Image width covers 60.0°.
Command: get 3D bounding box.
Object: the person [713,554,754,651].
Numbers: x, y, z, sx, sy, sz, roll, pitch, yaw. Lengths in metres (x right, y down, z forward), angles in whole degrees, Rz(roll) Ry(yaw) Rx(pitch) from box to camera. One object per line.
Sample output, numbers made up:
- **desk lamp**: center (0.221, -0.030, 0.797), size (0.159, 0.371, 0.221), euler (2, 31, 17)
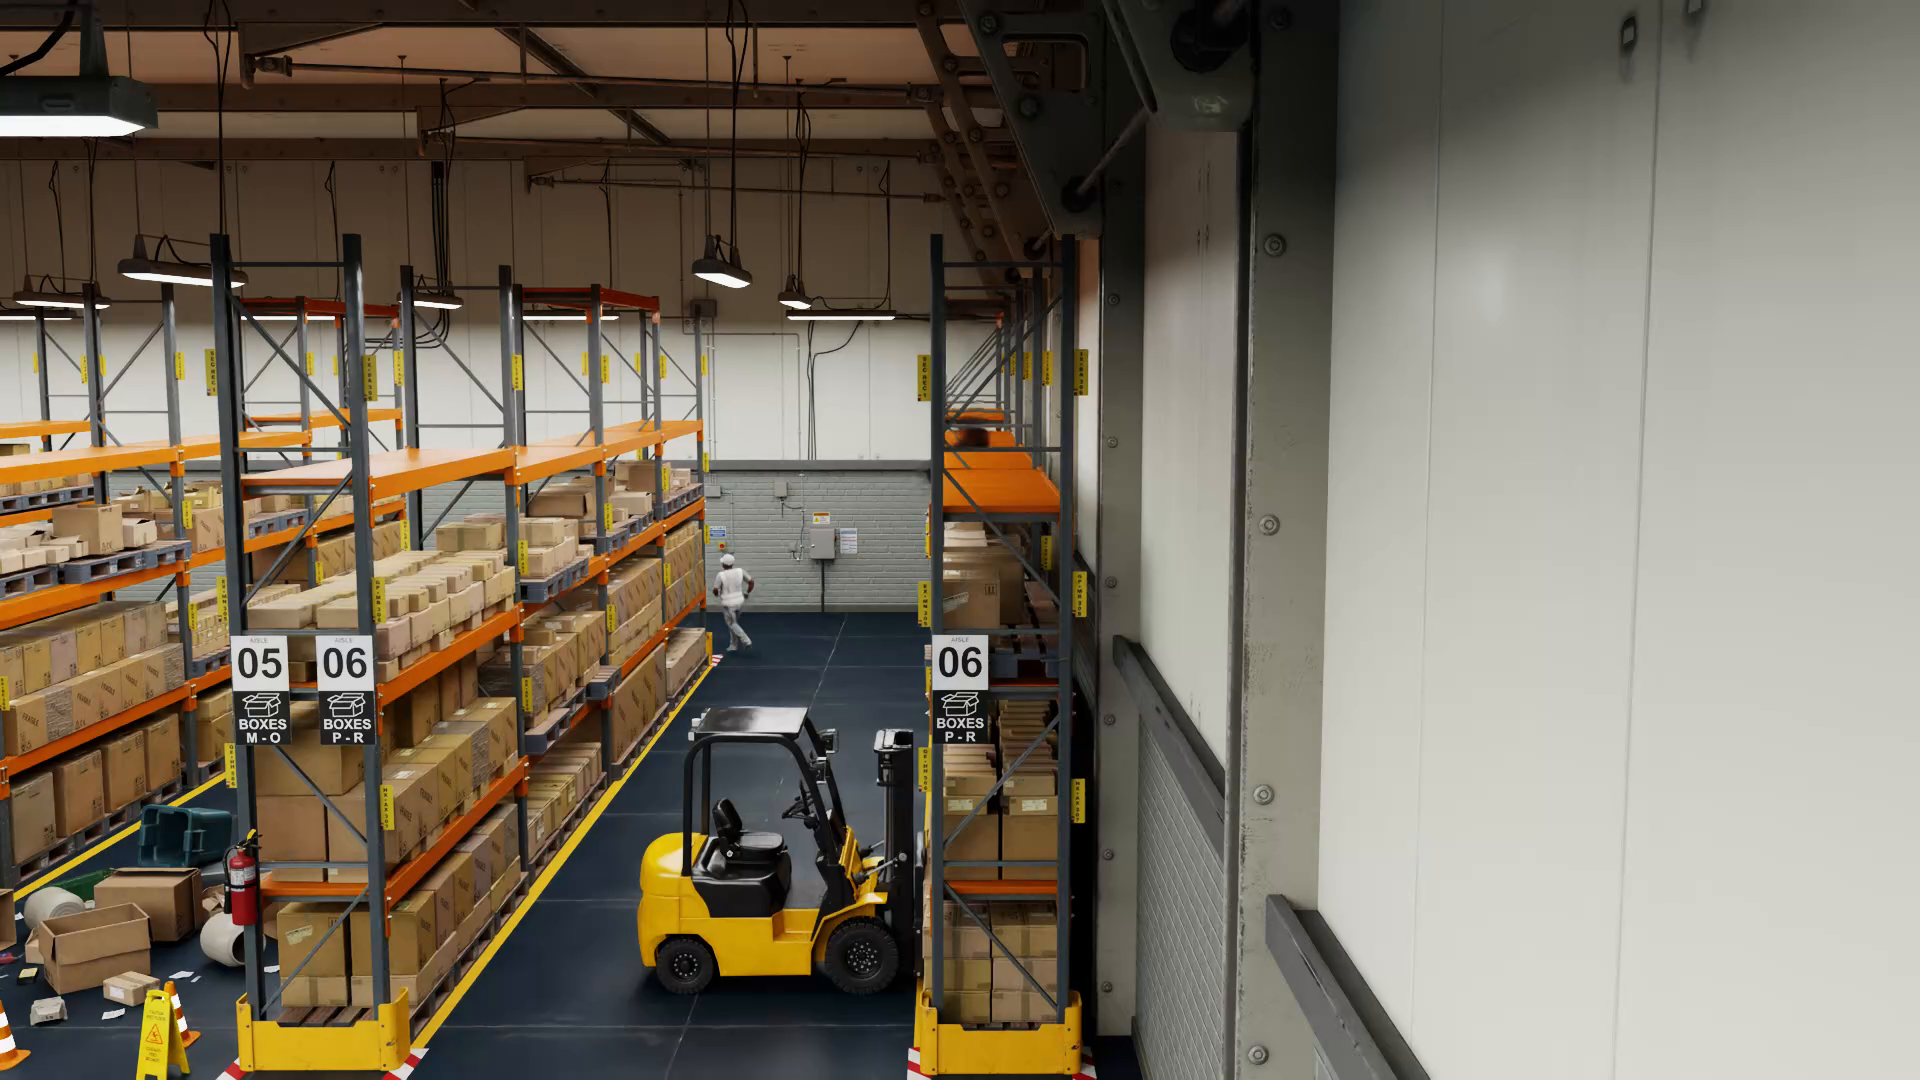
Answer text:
- **person**: center (-3.945, 1.118, 28.785), size (0.713, 1.772, 0.835), euler (-6, 8, -42)
